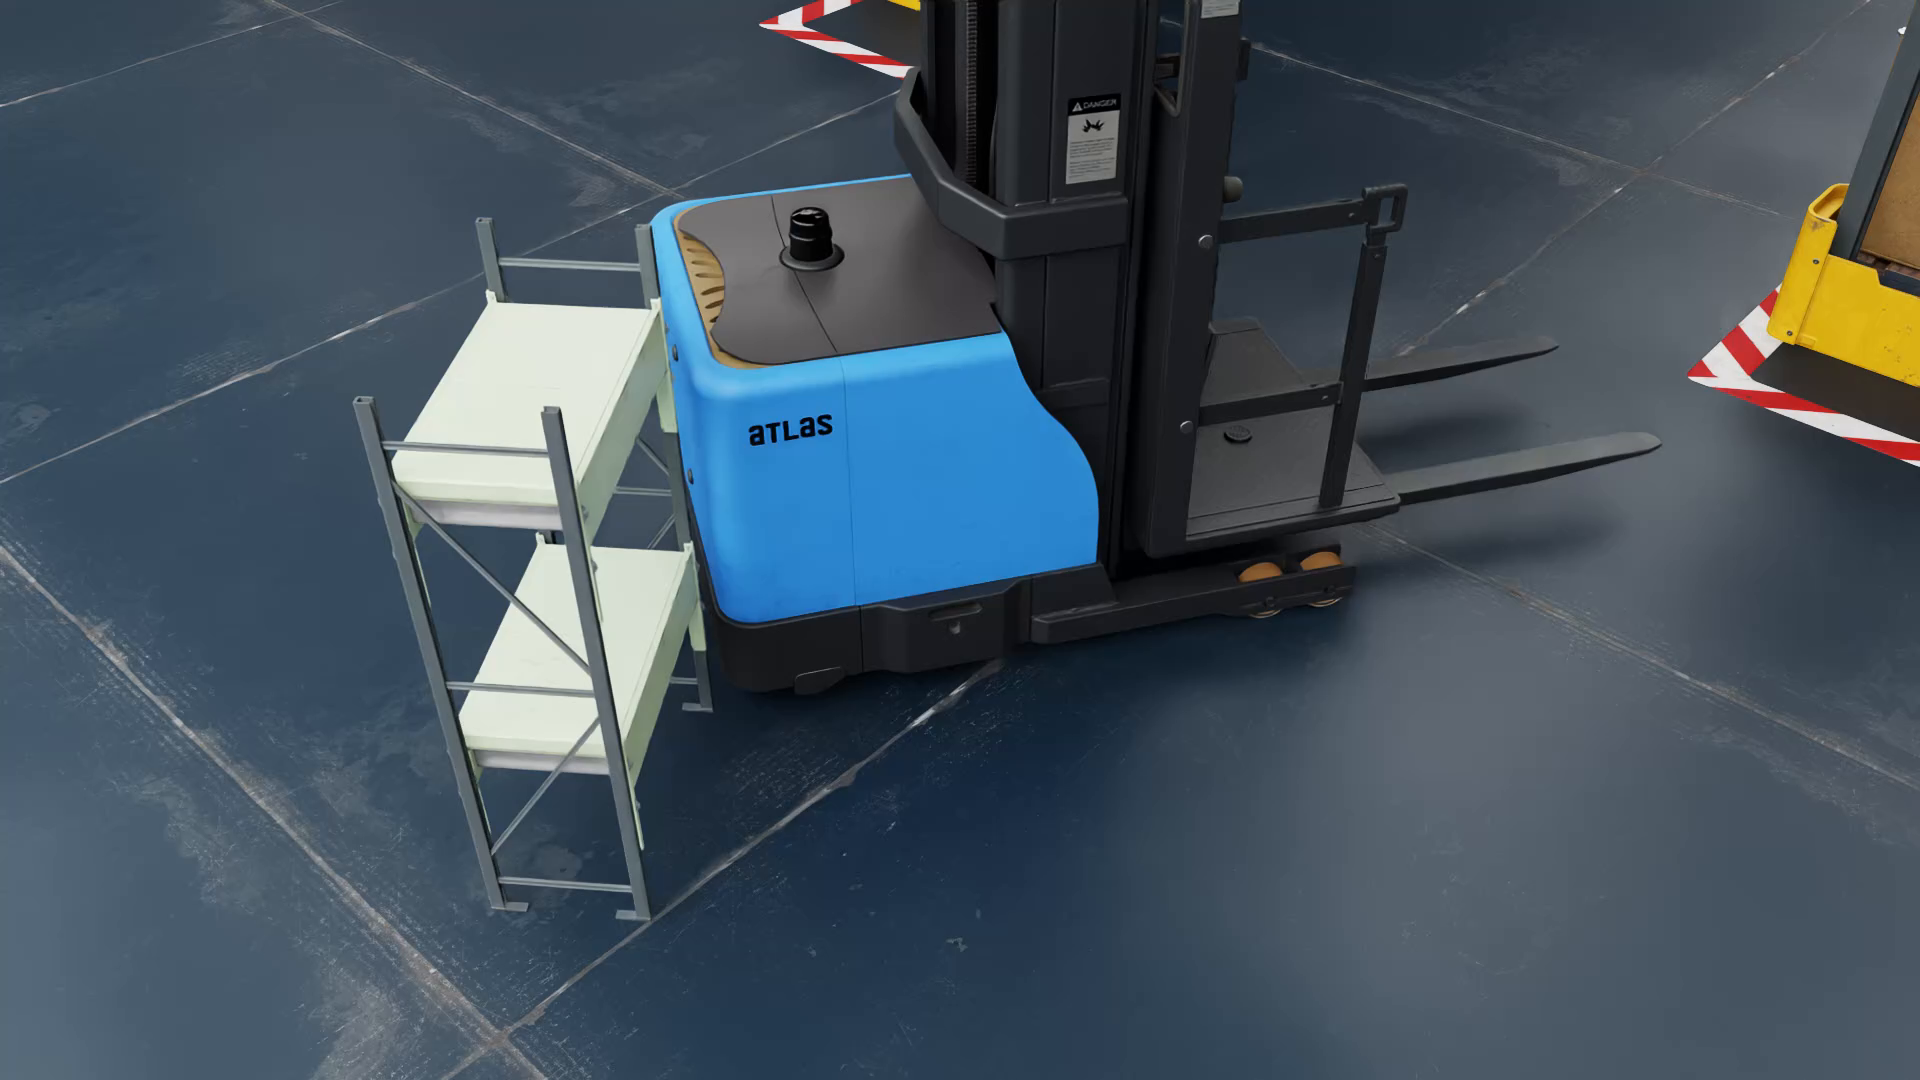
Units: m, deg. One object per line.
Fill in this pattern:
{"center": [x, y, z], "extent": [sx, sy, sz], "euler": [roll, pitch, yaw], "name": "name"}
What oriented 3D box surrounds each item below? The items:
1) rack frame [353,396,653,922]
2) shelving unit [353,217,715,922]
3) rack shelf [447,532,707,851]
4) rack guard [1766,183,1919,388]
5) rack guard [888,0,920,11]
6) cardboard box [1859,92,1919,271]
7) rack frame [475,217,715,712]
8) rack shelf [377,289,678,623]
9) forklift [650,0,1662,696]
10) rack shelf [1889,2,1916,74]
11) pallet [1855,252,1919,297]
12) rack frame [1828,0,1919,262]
{"center": [-0.956, 0.329, 3.630], "extent": [0.400, 1.500, 0.023], "euler": [3, 39, 4], "name": "rack frame"}
{"center": [-0.923, 0.103, 3.915], "extent": [0.431, 1.500, 0.755], "euler": [3, 39, 4], "name": "shelving unit"}
{"center": [-0.922, 0.358, 4.118], "extent": [0.431, 0.370, 0.720], "euler": [3, 39, 4], "name": "rack shelf"}
{"center": [3.544, -0.803, 5.858], "extent": [1.175, 0.500, 0.348], "euler": [30, 47, 32], "name": "rack guard"}
{"center": [0.019, -2.978, 8.594], "extent": [1.175, 0.500, 0.348], "euler": [30, 47, 32], "name": "rack guard"}
{"center": [3.969, -1.465, 6.052], "extent": [0.875, 0.875, 0.875], "euler": [30, 47, 32], "name": "cardboard box"}
{"center": [-0.889, -0.124, 4.200], "extent": [0.400, 1.500, 0.023], "euler": [3, 39, 4], "name": "rack frame"}
{"center": [-0.923, -0.203, 3.672], "extent": [0.431, 0.370, 0.720], "euler": [3, 39, 4], "name": "rack shelf"}
{"center": [0.681, -1.222, 4.432], "extent": [3.031, 2.935, 1.130], "euler": [-10, 40, -12], "name": "forklift"}
{"center": [4.910, -2.430, 6.474], "extent": [1.077, 0.370, 4.000], "euler": [30, 47, 32], "name": "rack shelf"}
{"center": [4.042, -1.101, 6.465], "extent": [1.003, 0.211, 1.213], "euler": [30, 47, 32], "name": "pallet"}
{"center": [3.560, -1.793, 5.094], "extent": [1.000, 3.000, 0.127], "euler": [30, 47, 32], "name": "rack frame"}
